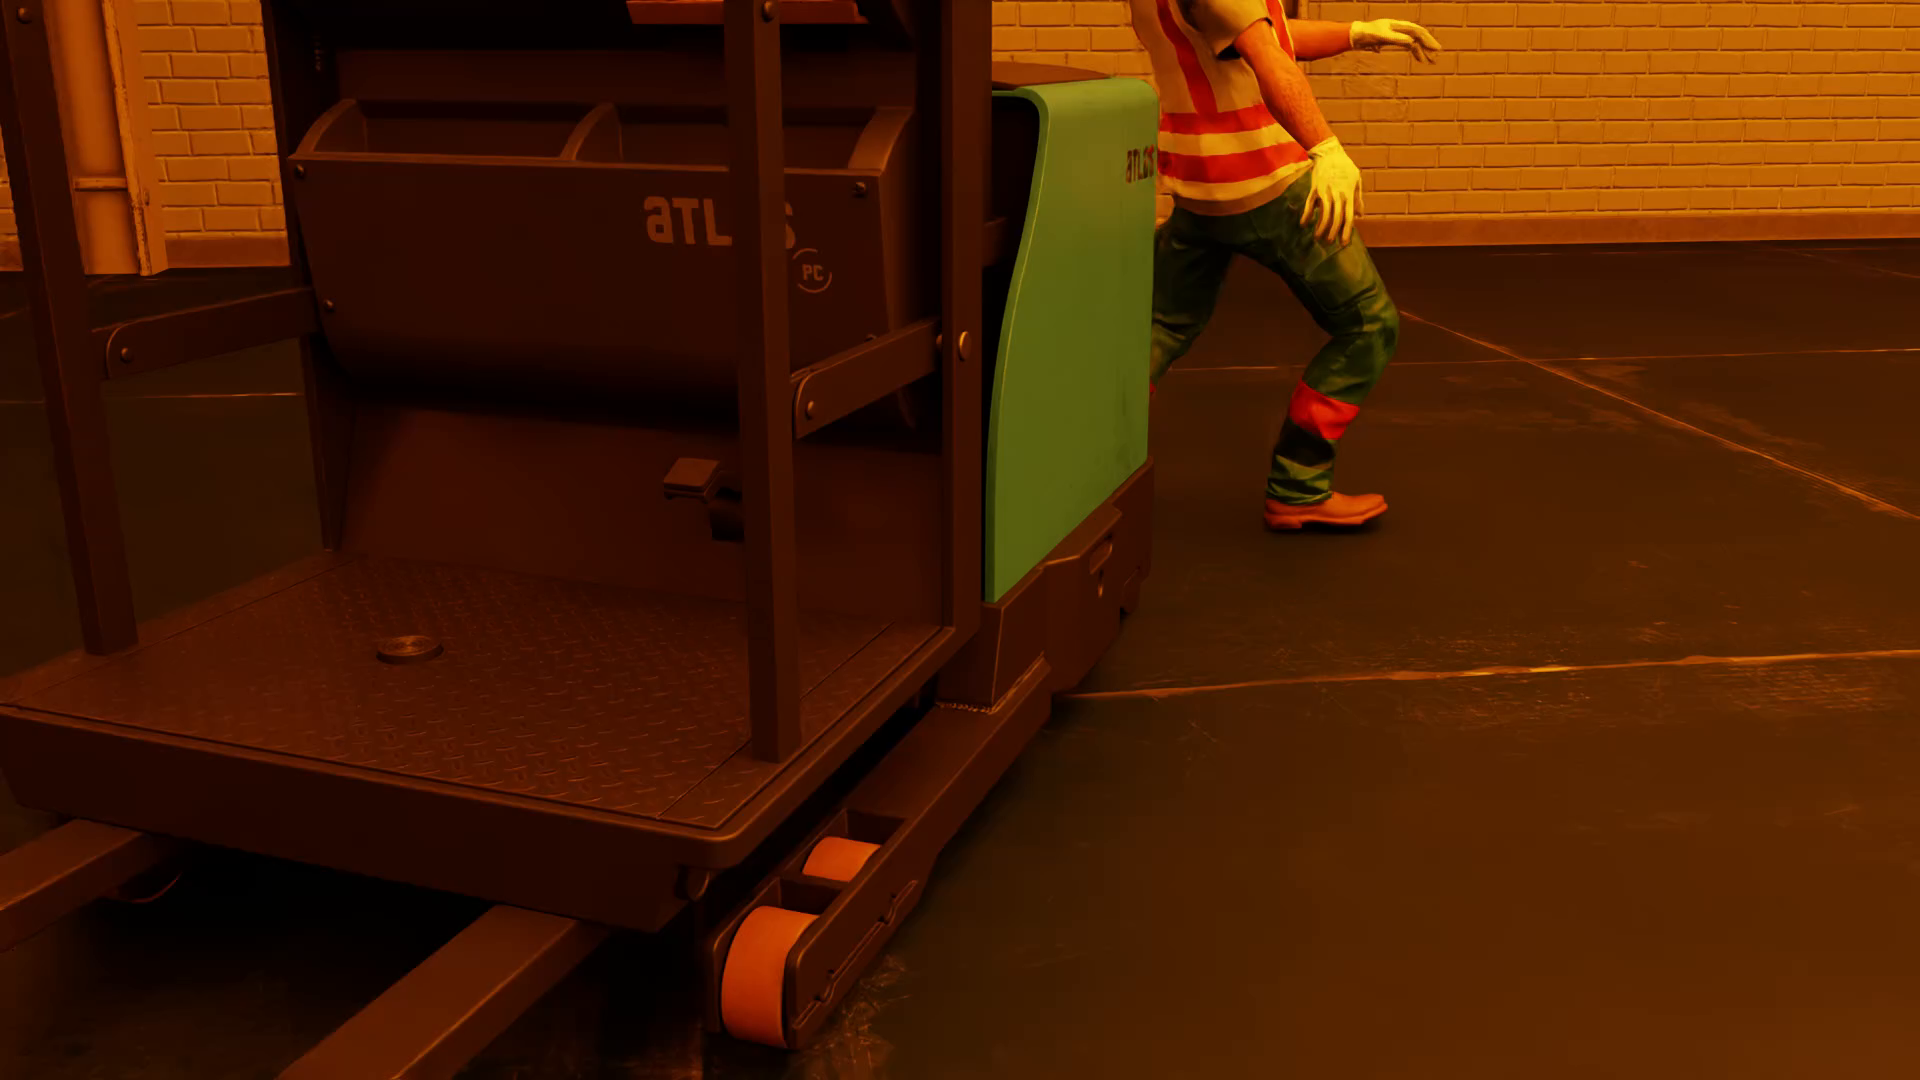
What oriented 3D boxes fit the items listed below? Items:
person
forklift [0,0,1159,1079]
[{"bbox_3d":[0.699,-0.835,3.869,0.851,1.638,0.806,-7,18,-22],"label":"person"},{"bbox_3d":[-0.583,-0.935,1.988,1.130,2.935,3.031,6,18,19],"label":"forklift"}]
